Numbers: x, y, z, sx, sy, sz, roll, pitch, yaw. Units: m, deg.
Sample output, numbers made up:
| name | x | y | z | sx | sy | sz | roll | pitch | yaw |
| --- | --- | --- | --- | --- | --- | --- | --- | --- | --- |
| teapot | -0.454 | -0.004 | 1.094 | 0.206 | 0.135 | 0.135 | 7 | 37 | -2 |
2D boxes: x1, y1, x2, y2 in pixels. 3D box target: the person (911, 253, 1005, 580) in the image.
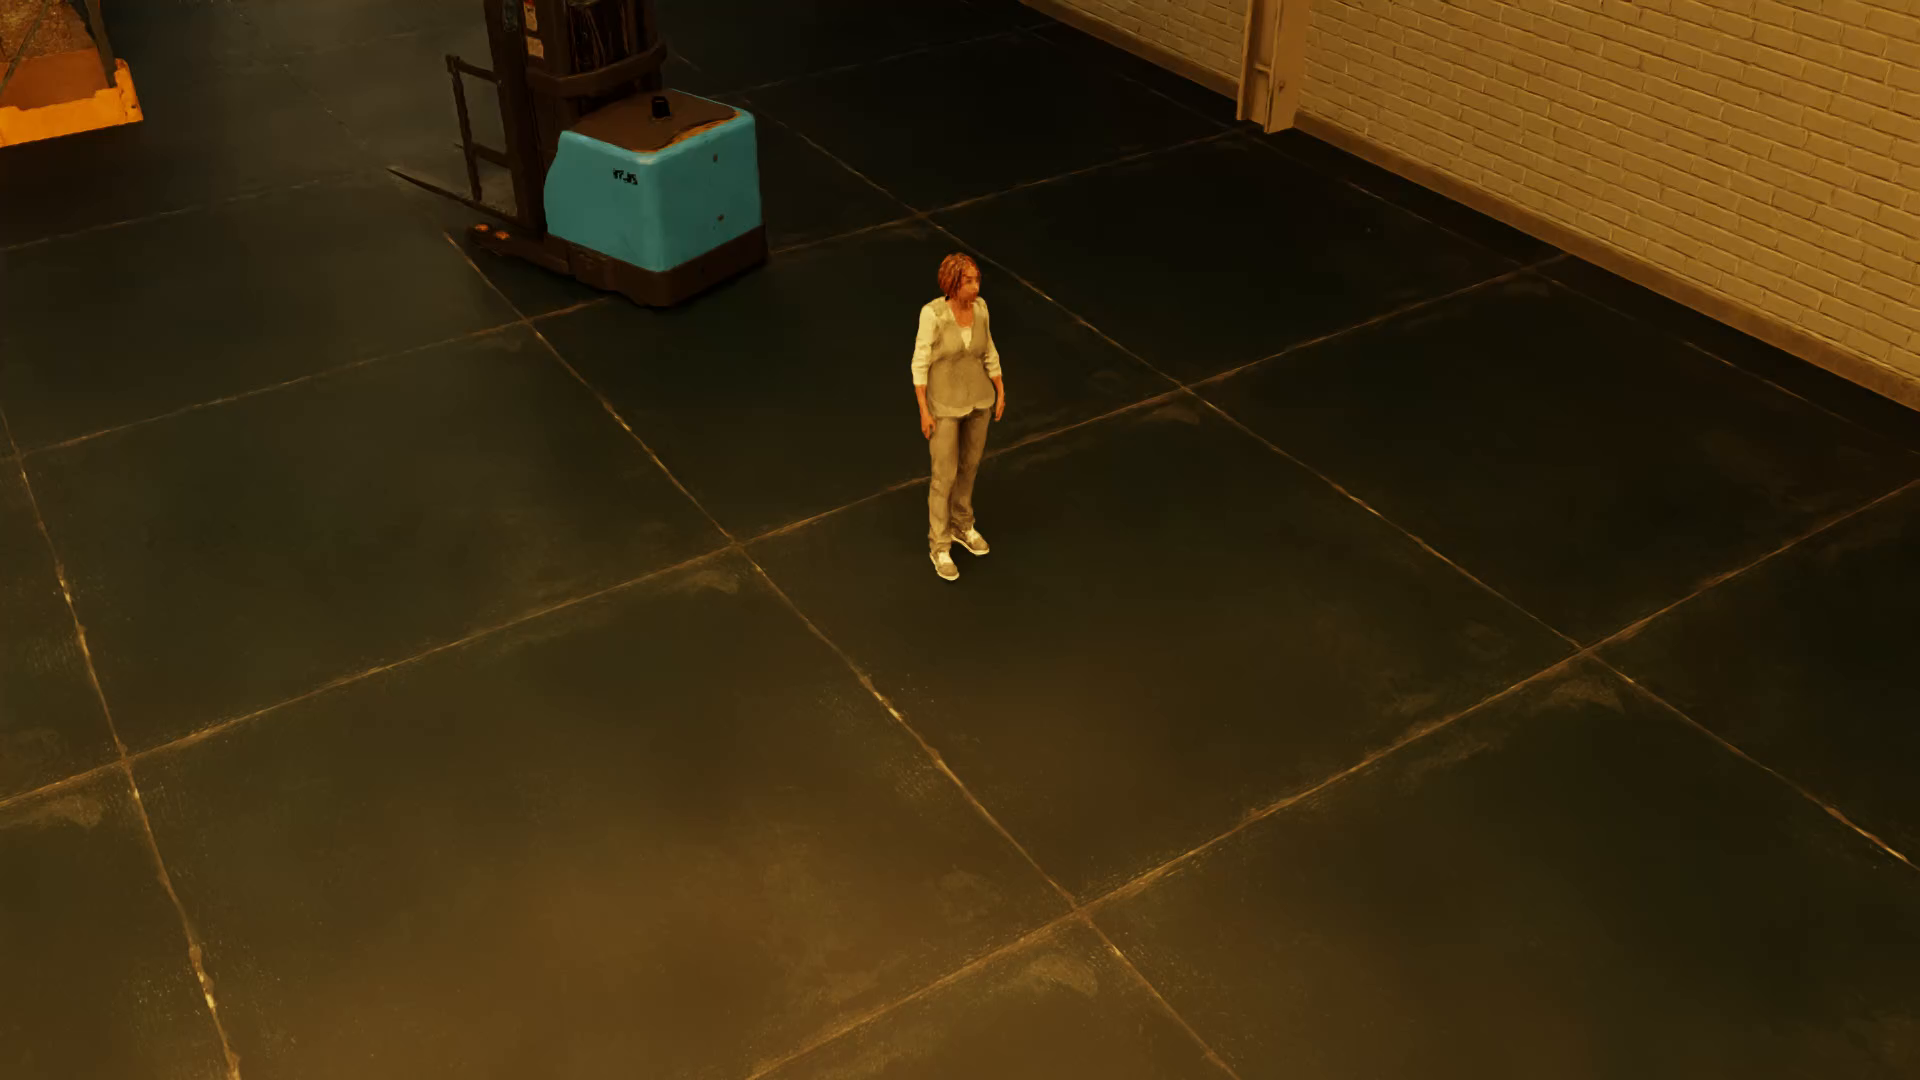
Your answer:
| name | x | y | z | sx | sy | sz | roll | pitch | yaw |
| --- | --- | --- | --- | --- | --- | --- | --- | --- | --- |
| person | 0.029 | -0.619 | 8.177 | 0.521 | 1.597 | 0.474 | -21 | 40 | -27 |

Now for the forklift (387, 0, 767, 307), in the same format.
| name | x | y | z | sx | sy | sz | roll | pitch | yaw |
| --- | --- | --- | --- | --- | --- | --- | --- | --- | --- |
| forklift | -2.797 | -3.382 | 10.961 | 3.031 | 2.935 | 1.130 | 23 | 41 | 29 |
